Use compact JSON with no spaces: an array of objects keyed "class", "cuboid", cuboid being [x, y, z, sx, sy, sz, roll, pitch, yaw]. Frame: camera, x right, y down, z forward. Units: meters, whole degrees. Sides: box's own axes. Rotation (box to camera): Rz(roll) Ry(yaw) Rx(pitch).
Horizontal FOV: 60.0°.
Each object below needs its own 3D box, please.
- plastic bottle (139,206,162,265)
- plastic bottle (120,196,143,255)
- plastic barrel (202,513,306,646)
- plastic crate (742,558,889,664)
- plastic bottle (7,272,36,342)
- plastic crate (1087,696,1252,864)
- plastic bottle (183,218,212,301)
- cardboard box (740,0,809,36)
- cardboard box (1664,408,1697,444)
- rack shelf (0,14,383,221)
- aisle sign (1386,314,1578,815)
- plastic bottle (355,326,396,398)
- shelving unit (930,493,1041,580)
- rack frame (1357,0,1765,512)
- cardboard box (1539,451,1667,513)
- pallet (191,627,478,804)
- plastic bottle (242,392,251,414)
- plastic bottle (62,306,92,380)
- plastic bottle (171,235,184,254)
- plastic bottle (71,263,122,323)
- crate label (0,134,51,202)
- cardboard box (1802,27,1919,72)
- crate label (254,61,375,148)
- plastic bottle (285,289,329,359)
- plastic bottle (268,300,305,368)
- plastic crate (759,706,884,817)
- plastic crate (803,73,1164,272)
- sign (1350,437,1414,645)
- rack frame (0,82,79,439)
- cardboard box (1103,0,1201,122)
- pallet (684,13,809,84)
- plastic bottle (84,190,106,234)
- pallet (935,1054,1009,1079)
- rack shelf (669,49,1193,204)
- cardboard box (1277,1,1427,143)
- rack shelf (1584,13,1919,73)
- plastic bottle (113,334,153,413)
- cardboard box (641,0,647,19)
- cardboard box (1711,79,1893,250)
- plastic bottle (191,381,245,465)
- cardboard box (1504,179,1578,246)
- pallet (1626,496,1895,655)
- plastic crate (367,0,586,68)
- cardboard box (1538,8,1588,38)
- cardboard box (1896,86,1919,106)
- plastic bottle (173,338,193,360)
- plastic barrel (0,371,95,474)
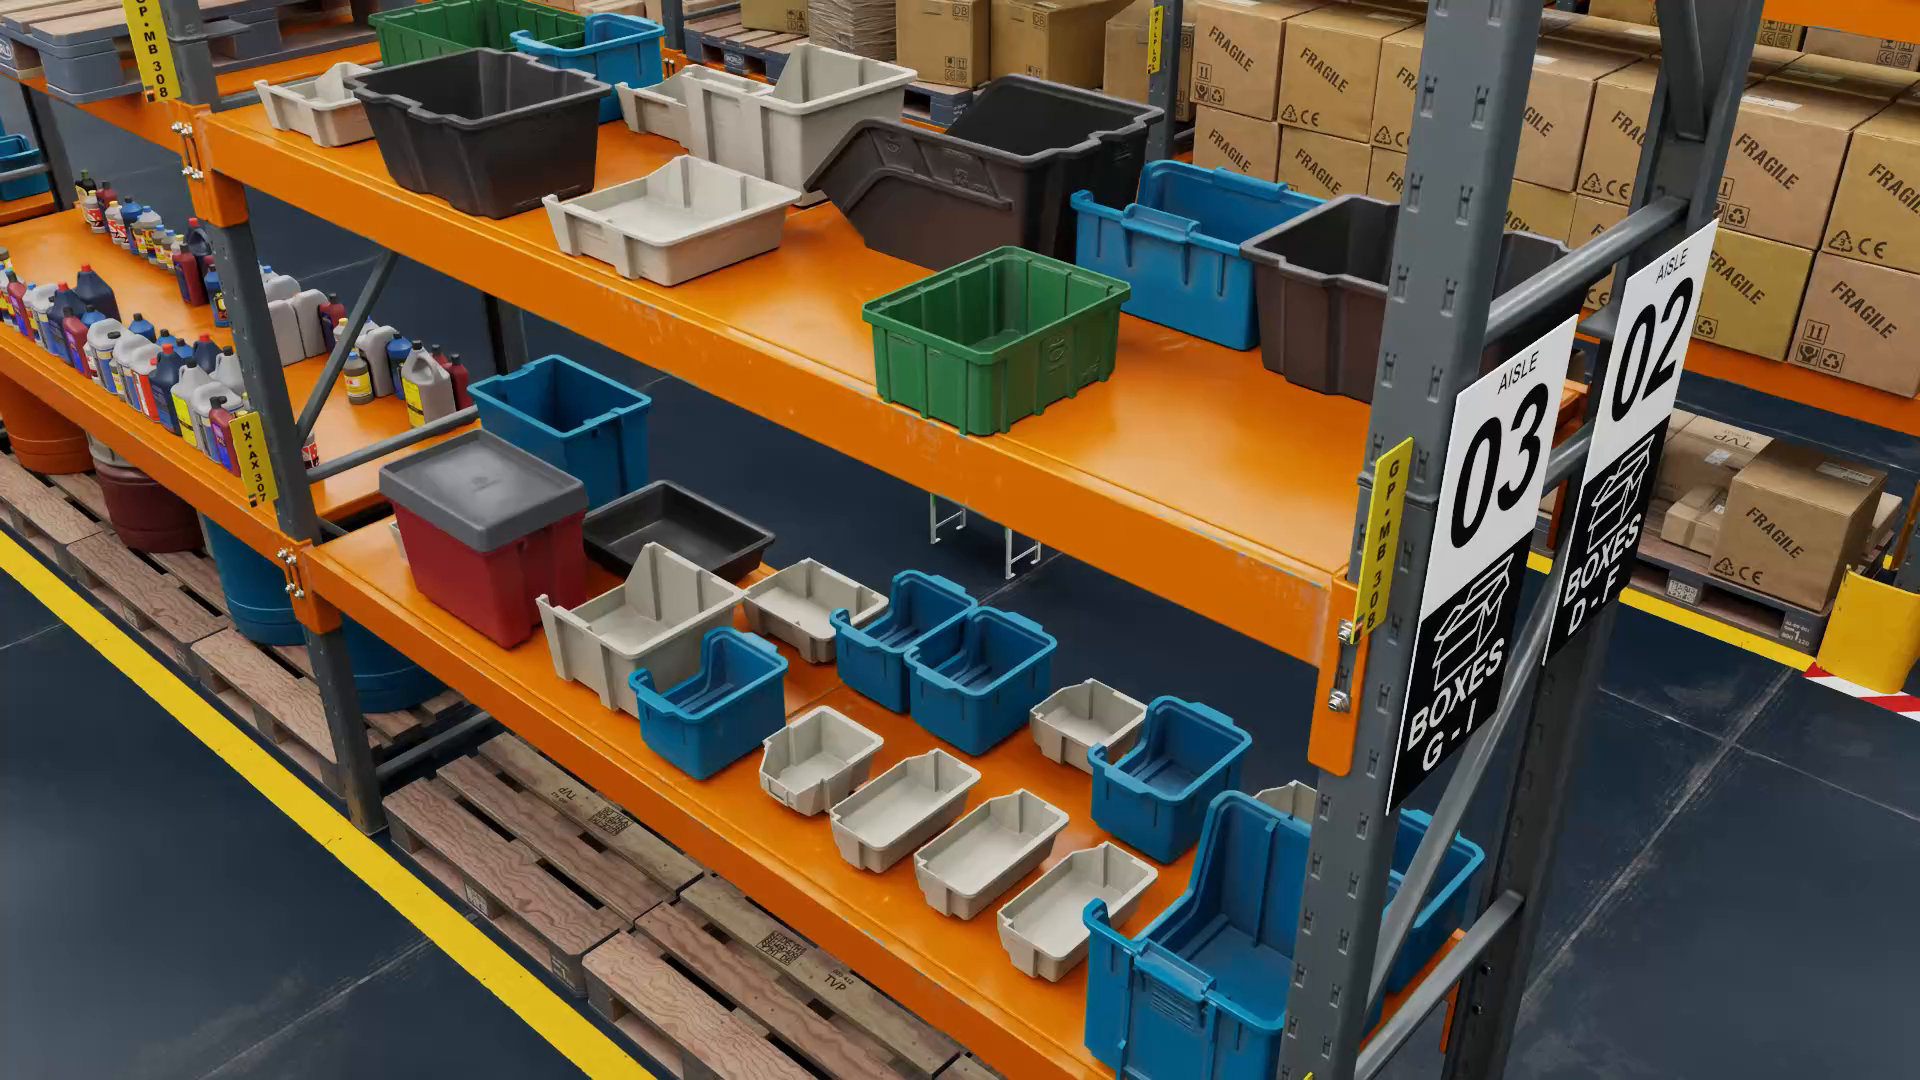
[{"class":"plastic bottle","cuboid":[-3.815,-1.446,7.868,0.097,0.271,0.097,0,31,0]},{"class":"plastic bottle","cuboid":[-3.959,-1.513,7.980,0.097,0.271,0.097,0,31,0]},{"class":"plastic barrel","cuboid":[-2.886,-0.076,7.095,0.708,0.901,0.600,25,39,35]},{"class":"plastic crate","cuboid":[-0.476,0.220,5.174,0.466,0.136,0.293,25,39,35]},{"class":"plastic bottle","cuboid":[-4.004,-0.999,7.114,0.133,0.283,0.061,25,39,35]},{"class":"plastic crate","cuboid":[0.547,0.636,4.389,0.300,0.233,0.416,25,39,35]},{"class":"plastic bottle","cuboid":[-3.411,-1.275,7.507,0.185,0.351,0.144,25,39,35]},{"class":"cardboard box","cuboid":[-1.065,-3.680,10.951,0.500,0.500,0.700,12,33,19]},{"class":"cardboard box","cuboid":[3.370,-0.517,8.440,0.500,0.250,0.500,25,39,35]},{"class":"rack shelf","cuboid":[-3.451,-2.024,6.493,4.000,0.370,1.077,25,39,35]},{"class":"aisle sign","cuboid":[0.854,0.052,2.734,0.004,0.787,0.394,25,39,35]},{"class":"plastic bottle","cuboid":[-2.327,-0.735,6.682,0.135,0.276,0.152,25,39,35]},{"class":"shelving unit","cuboid":[0.123,-0.457,7.845,0.503,1.200,0.258,25,39,35]},{"class":"rack frame","cuboid":[0.997,-1.541,2.085,0.127,3.000,1.000,25,39,35]},{"class":"cardboard box","cuboid":[3.071,-0.308,8.093,0.500,0.250,0.500,25,39,35]},{"class":"pallet","cuboid":[-2.513,0.557,7.121,1.213,0.211,1.003,25,39,35]},{"class":"plastic bottle","cuboid":[-2.679,-0.463,6.304,0.097,0.201,0.097,0,31,0]},{"class":"plastic bottle","cuboid":[-3.596,-0.808,6.798,0.133,0.283,0.061,25,39,35]},{"class":"plastic bottle","cuboid":[-3.599,-1.315,7.719,0.097,0.201,0.097,0,31,0]},{"class":"plastic bottle","cuboid":[-3.684,-1.013,7.072,0.185,0.351,0.144,25,39,35]},{"class":"crate label","cuboid":[-4.995,-1.957,8.755,0.416,0.233,0.303,25,39,35]},{"class":"cardboard box","cuboid":[6.154,-3.575,10.990,0.700,0.700,0.980,23,38,33]},{"class":"crate label","cuboid":[-1.800,-1.247,4.761,0.466,0.136,0.293,25,39,35]},{"class":"plastic bottle","cuboid":[-2.743,-0.928,7.004,0.135,0.276,0.152,25,39,35]},{"class":"plastic bottle","cuboid":[-2.845,-0.870,6.907,0.135,0.276,0.152,25,39,35]},{"class":"plastic crate","cuboid":[-0.389,0.615,4.517,0.250,0.136,0.298,25,39,35]},{"class":"plastic crate","cuboid":[0.049,-0.863,3.927,0.767,0.338,0.504,25,39,35]},{"class":"sign","cuboid":[0.640,0.005,2.527,0.005,0.325,0.100,25,39,35]},{"class":"rack frame","cuboid":[-4.934,-1.740,8.231,0.127,3.000,1.000,25,39,35]},{"class":"cardboard box","cuboid":[1.157,-2.720,9.356,0.500,0.500,0.700,12,33,19]},{"class":"pallet","cuboid":[-1.058,-3.342,11.080,1.003,0.211,1.213,25,39,35]},{"class":"plastic bottle","cuboid":[-4.275,-1.631,8.243,0.097,0.201,0.097,0,31,0]},{"class":"pallet","cuboid":[0.412,1.924,4.850,1.213,0.211,1.003,25,39,35]},{"class":"rack shelf","cuboid":[-0.125,-2.632,10.411,4.000,0.370,1.077,25,39,35]},{"class":"cardboard box","cuboid":[1.901,-2.270,8.046,0.500,0.500,0.500,24,38,34]},{"class":"rack shelf","cuboid":[6.162,-3.143,11.260,4.000,0.370,1.077,25,39,35]},{"class":"plastic bottle","cuboid":[-3.222,-0.662,6.562,0.135,0.276,0.152,25,39,35]},{"class":"cardboard box","cuboid":[-2.141,-3.978,12.036,0.500,0.311,0.500,25,39,35]},{"class":"cardboard box","cuboid":[3.434,-1.558,6.864,0.500,0.500,0.500,26,40,36]},{"class":"plastic bottle","cuboid":[-2.749,-0.441,6.195,0.135,0.276,0.152,25,39,35]},{"class":"cardboard box","cuboid":[2.682,-1.485,7.711,0.500,0.500,0.500,24,39,34]},{"class":"pallet","cuboid":[3.676,0.029,7.997,1.213,0.211,1.003,25,39,35]},{"class":"plastic crate","cuboid":[-1.452,-1.518,5.161,0.662,0.188,0.450,25,39,35]},{"class":"cardboard box","cuboid":[2.662,-2.292,8.083,0.500,0.500,0.500,25,39,35]},{"class":"cardboard box","cuboid":[4.172,-1.589,6.915,0.500,0.500,0.500,26,40,36]},{"class":"plastic bottle","cuboid":[-3.053,-0.668,6.576,0.097,0.271,0.097,0,31,0]},{"class":"plastic barrel","cuboid":[-4.560,-0.827,8.412,0.708,0.830,0.600,25,39,35]}]
